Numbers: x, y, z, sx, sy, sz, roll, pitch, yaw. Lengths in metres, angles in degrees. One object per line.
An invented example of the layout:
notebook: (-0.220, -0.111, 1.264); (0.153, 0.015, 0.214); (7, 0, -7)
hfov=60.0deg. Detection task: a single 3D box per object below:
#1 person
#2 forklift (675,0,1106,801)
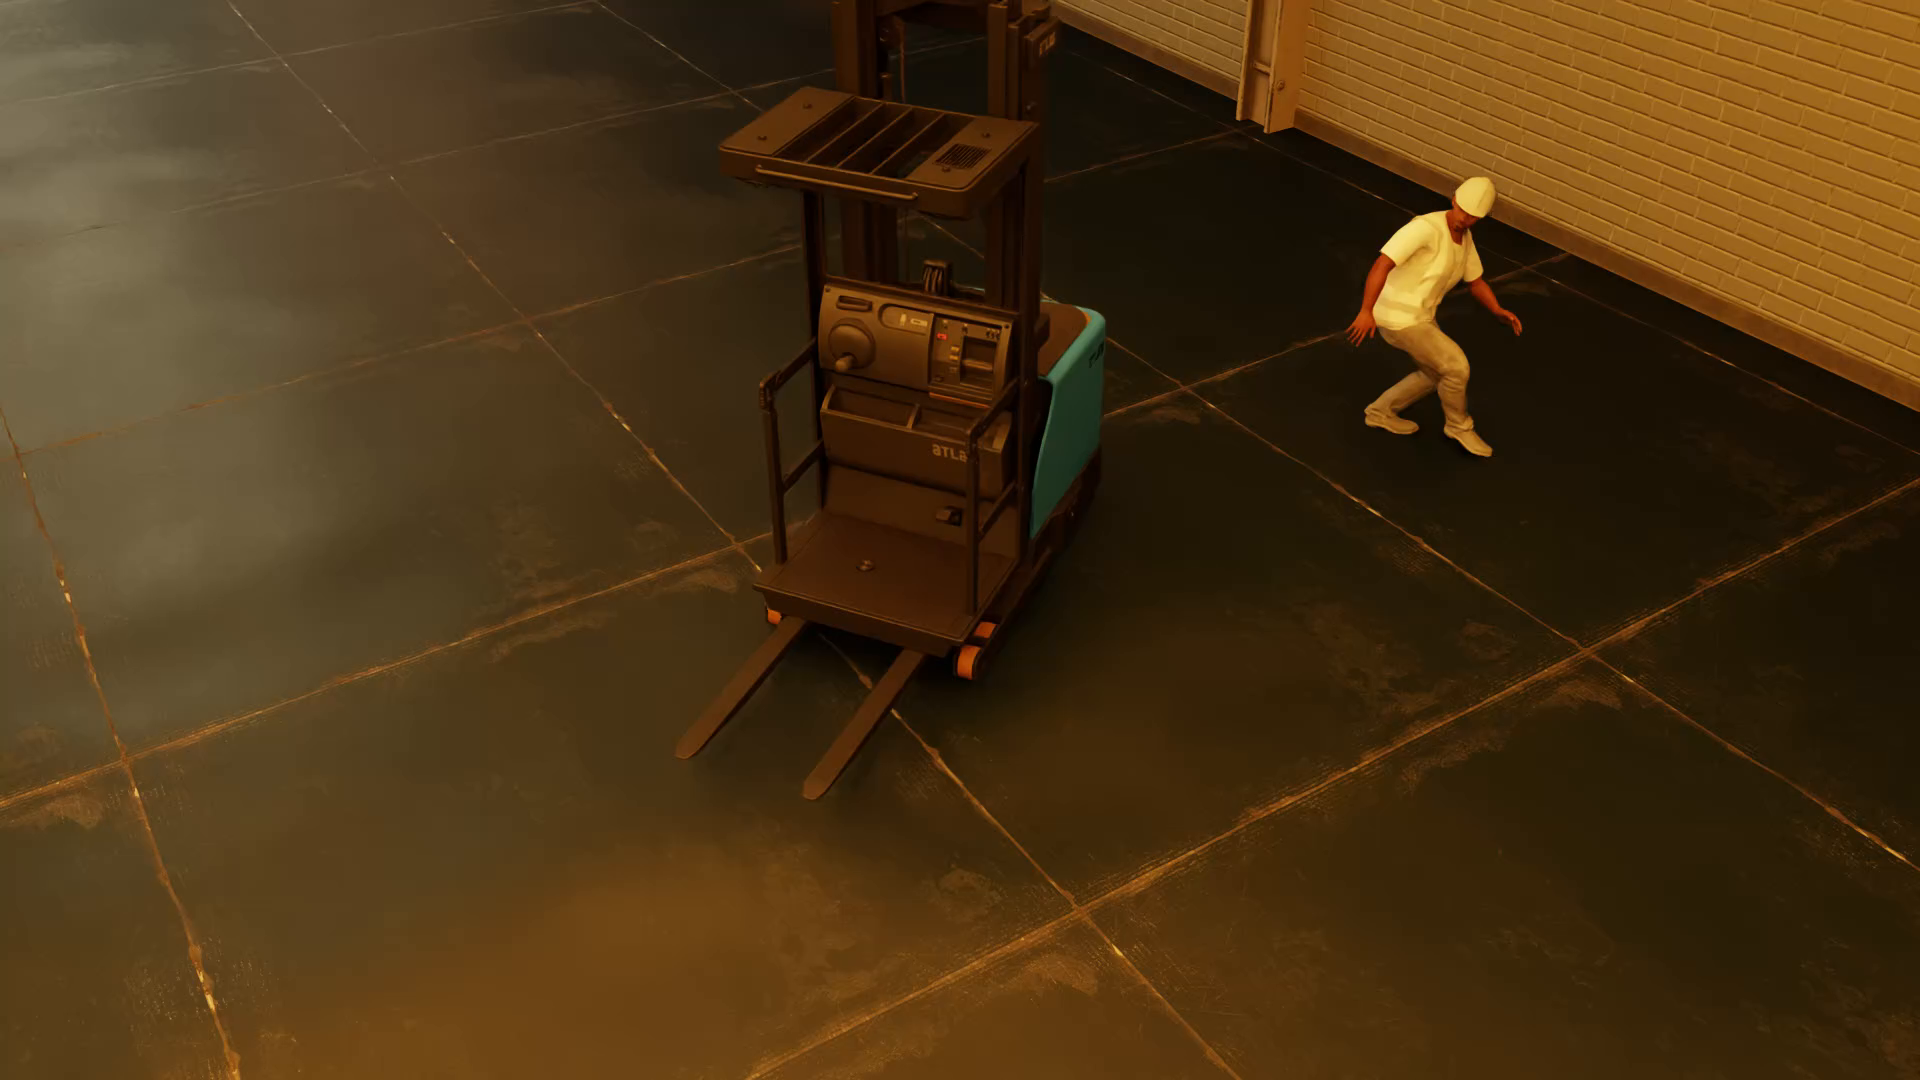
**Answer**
person: (2.602, -1.169, 9.003); (0.822, 1.584, 0.806); (19, 39, 24)
forklift: (-0.292, -0.827, 7.325); (1.130, 2.935, 3.031); (14, 37, 19)
